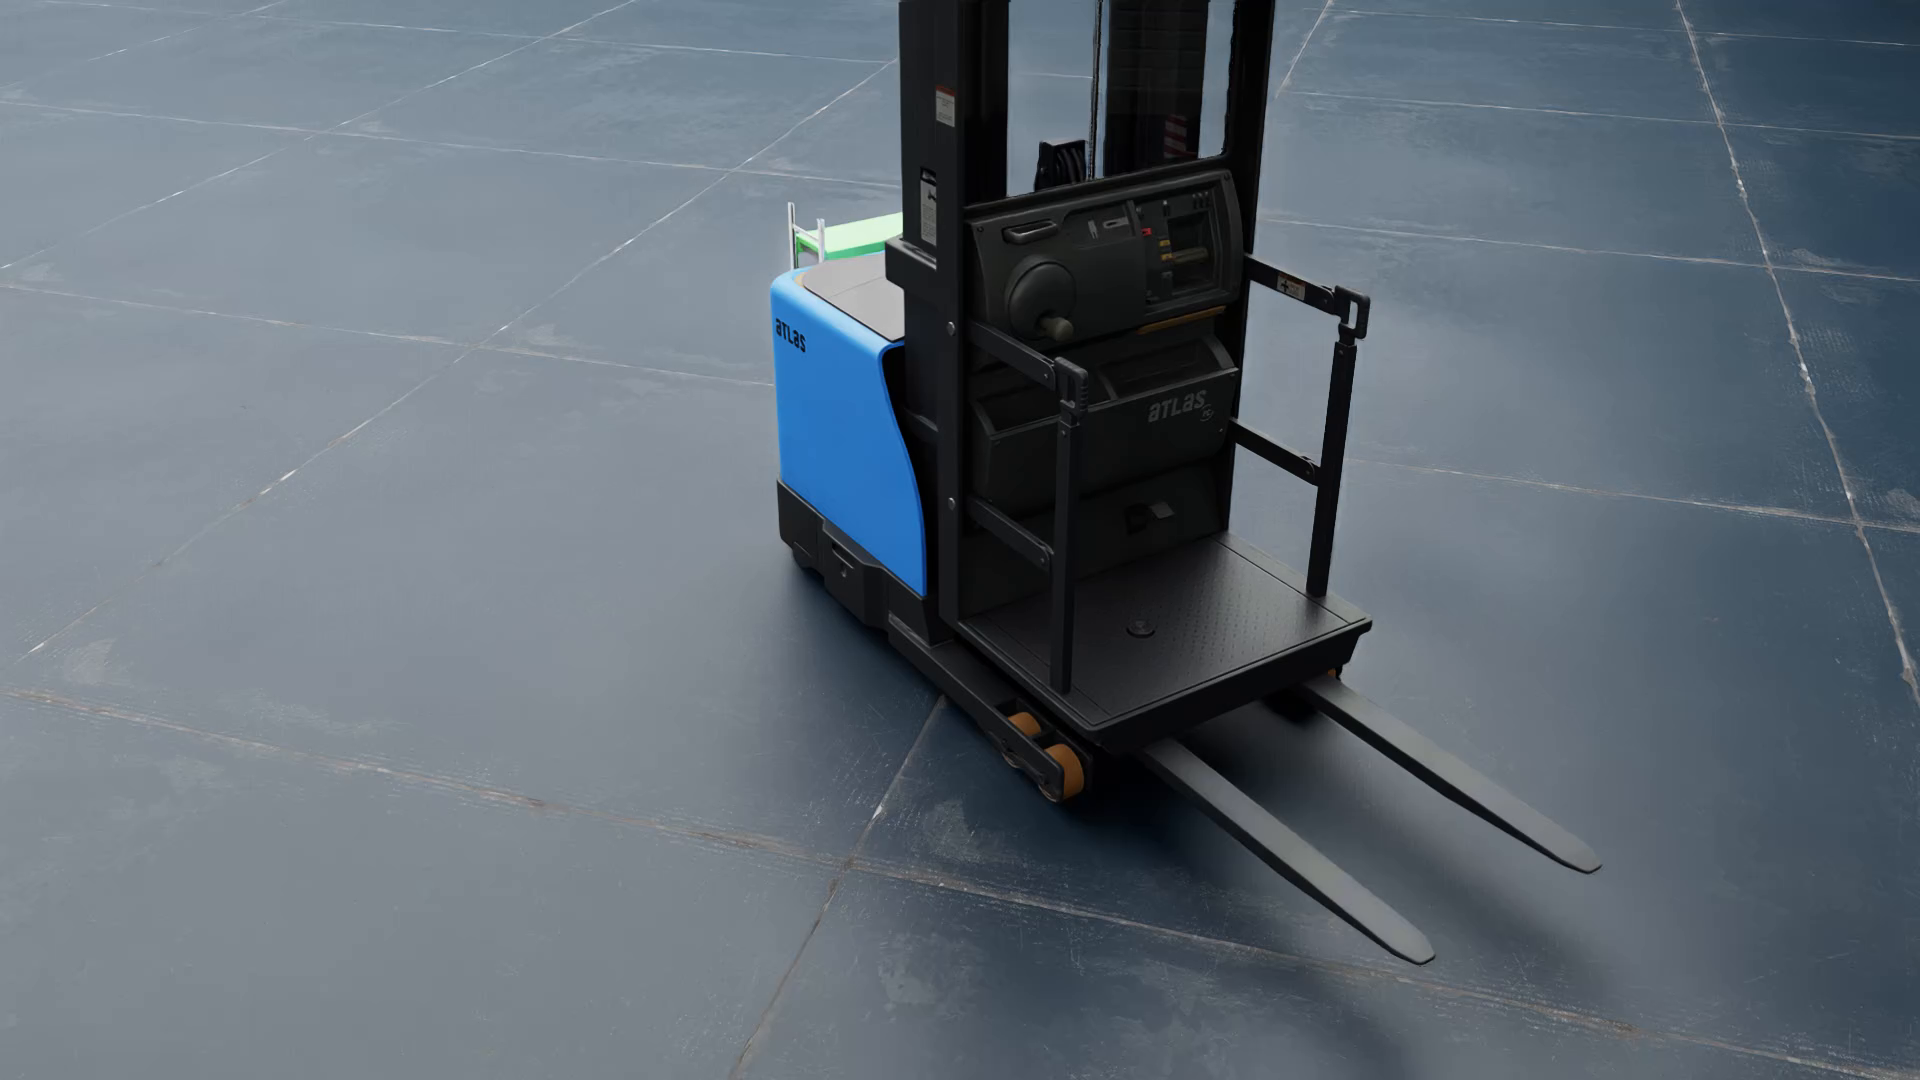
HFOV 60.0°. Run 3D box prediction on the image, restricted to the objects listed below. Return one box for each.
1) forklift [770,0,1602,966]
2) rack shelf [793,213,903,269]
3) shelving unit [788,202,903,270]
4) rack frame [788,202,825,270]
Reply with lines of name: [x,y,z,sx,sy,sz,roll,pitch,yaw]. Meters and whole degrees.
forklift: [0.556,-0.778,4.633,1.130,2.935,3.031,-17,34,-28]
rack shelf: [-0.341,-1.063,6.071,0.480,0.148,0.258,-18,34,-29]
shelving unit: [-0.341,-0.700,6.274,0.503,1.200,0.258,-18,34,-29]
rack frame: [-0.545,-0.634,6.156,0.015,1.200,0.240,-18,34,-29]
